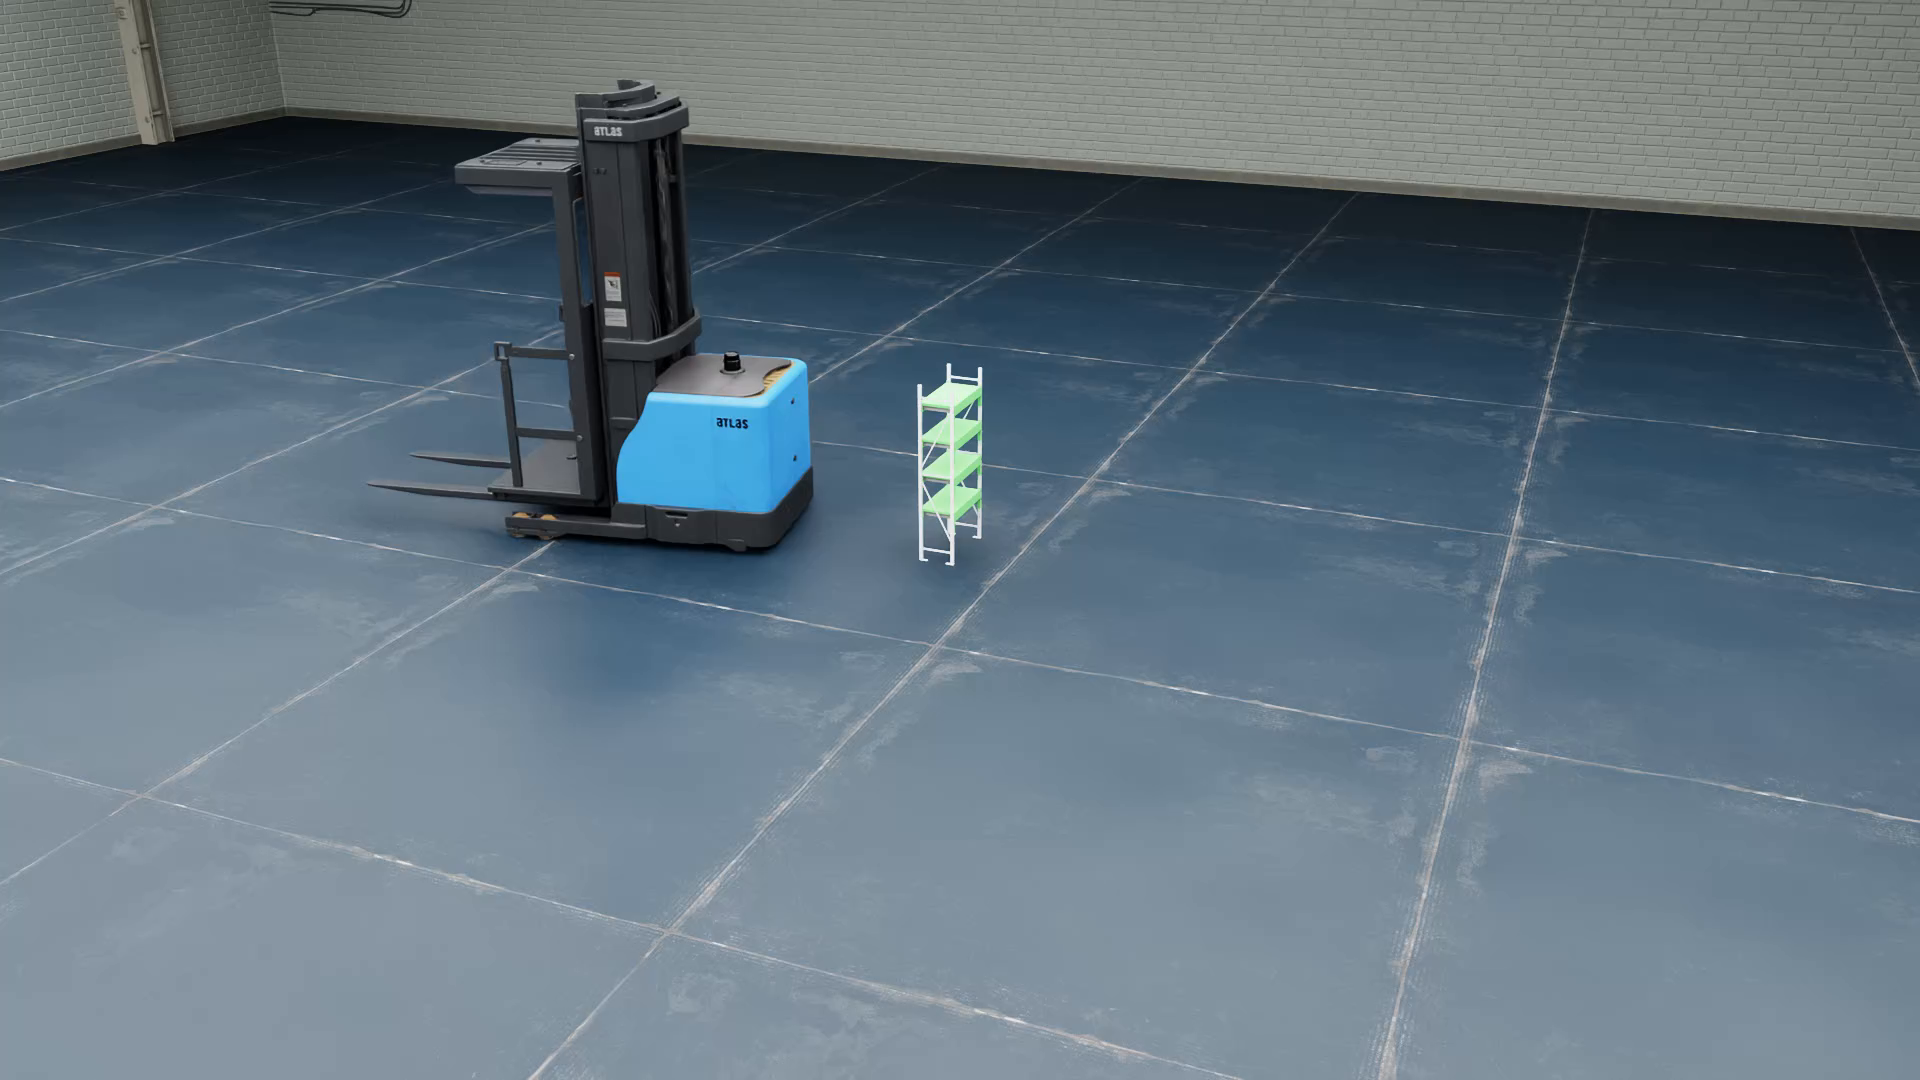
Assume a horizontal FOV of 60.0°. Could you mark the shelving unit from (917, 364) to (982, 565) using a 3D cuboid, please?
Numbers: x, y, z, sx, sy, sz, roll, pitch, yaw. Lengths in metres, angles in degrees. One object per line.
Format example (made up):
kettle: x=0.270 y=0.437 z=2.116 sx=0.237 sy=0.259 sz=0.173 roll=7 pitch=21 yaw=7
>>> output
shelving unit: x=-0.061 y=-0.494 z=10.877 sx=0.258 sy=1.200 sz=0.503 roll=9 pitch=24 yaw=20

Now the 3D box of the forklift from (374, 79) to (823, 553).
forklift: x=-2.542 y=-1.541 z=11.137 sx=3.031 sy=2.935 sz=1.130 roll=5 pitch=23 yaw=11

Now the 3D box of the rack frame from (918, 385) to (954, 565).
rack frame: x=-0.152 y=-0.407 z=10.668 sx=0.240 sy=1.200 sz=0.015 roll=9 pitch=24 yaw=20

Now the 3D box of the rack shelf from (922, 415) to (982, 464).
rack shelf: x=-0.062 y=-0.657 z=10.809 sx=0.258 sy=0.148 sz=0.480 roll=9 pitch=24 yaw=20

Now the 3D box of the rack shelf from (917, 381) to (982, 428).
rack shelf: x=-0.062 y=-0.878 z=10.717 sx=0.258 sy=0.148 sz=0.480 roll=9 pitch=24 yaw=20

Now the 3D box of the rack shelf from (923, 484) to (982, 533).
rack shelf: x=-0.061 y=-0.214 z=10.994 sx=0.258 sy=0.148 sz=0.480 roll=9 pitch=24 yaw=20

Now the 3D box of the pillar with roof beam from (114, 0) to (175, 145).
pillar with roof beam: x=-8.698 y=-9.831 z=23.112 sx=9.100 sy=9.000 sz=0.400 roll=9 pitch=24 yaw=20

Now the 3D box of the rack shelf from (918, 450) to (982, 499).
rack shelf: x=-0.061 y=-0.435 z=10.902 sx=0.258 sy=0.148 sz=0.480 roll=9 pitch=24 yaw=20

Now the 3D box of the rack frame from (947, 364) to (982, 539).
rack frame: x=0.029 y=-0.582 z=11.086 sx=0.240 sy=1.200 sz=0.015 roll=9 pitch=24 yaw=20

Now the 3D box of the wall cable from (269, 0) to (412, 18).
wall cable: x=-10.373 y=-9.880 z=27.256 sx=3.097 sy=2.526 sz=0.112 roll=9 pitch=24 yaw=20
